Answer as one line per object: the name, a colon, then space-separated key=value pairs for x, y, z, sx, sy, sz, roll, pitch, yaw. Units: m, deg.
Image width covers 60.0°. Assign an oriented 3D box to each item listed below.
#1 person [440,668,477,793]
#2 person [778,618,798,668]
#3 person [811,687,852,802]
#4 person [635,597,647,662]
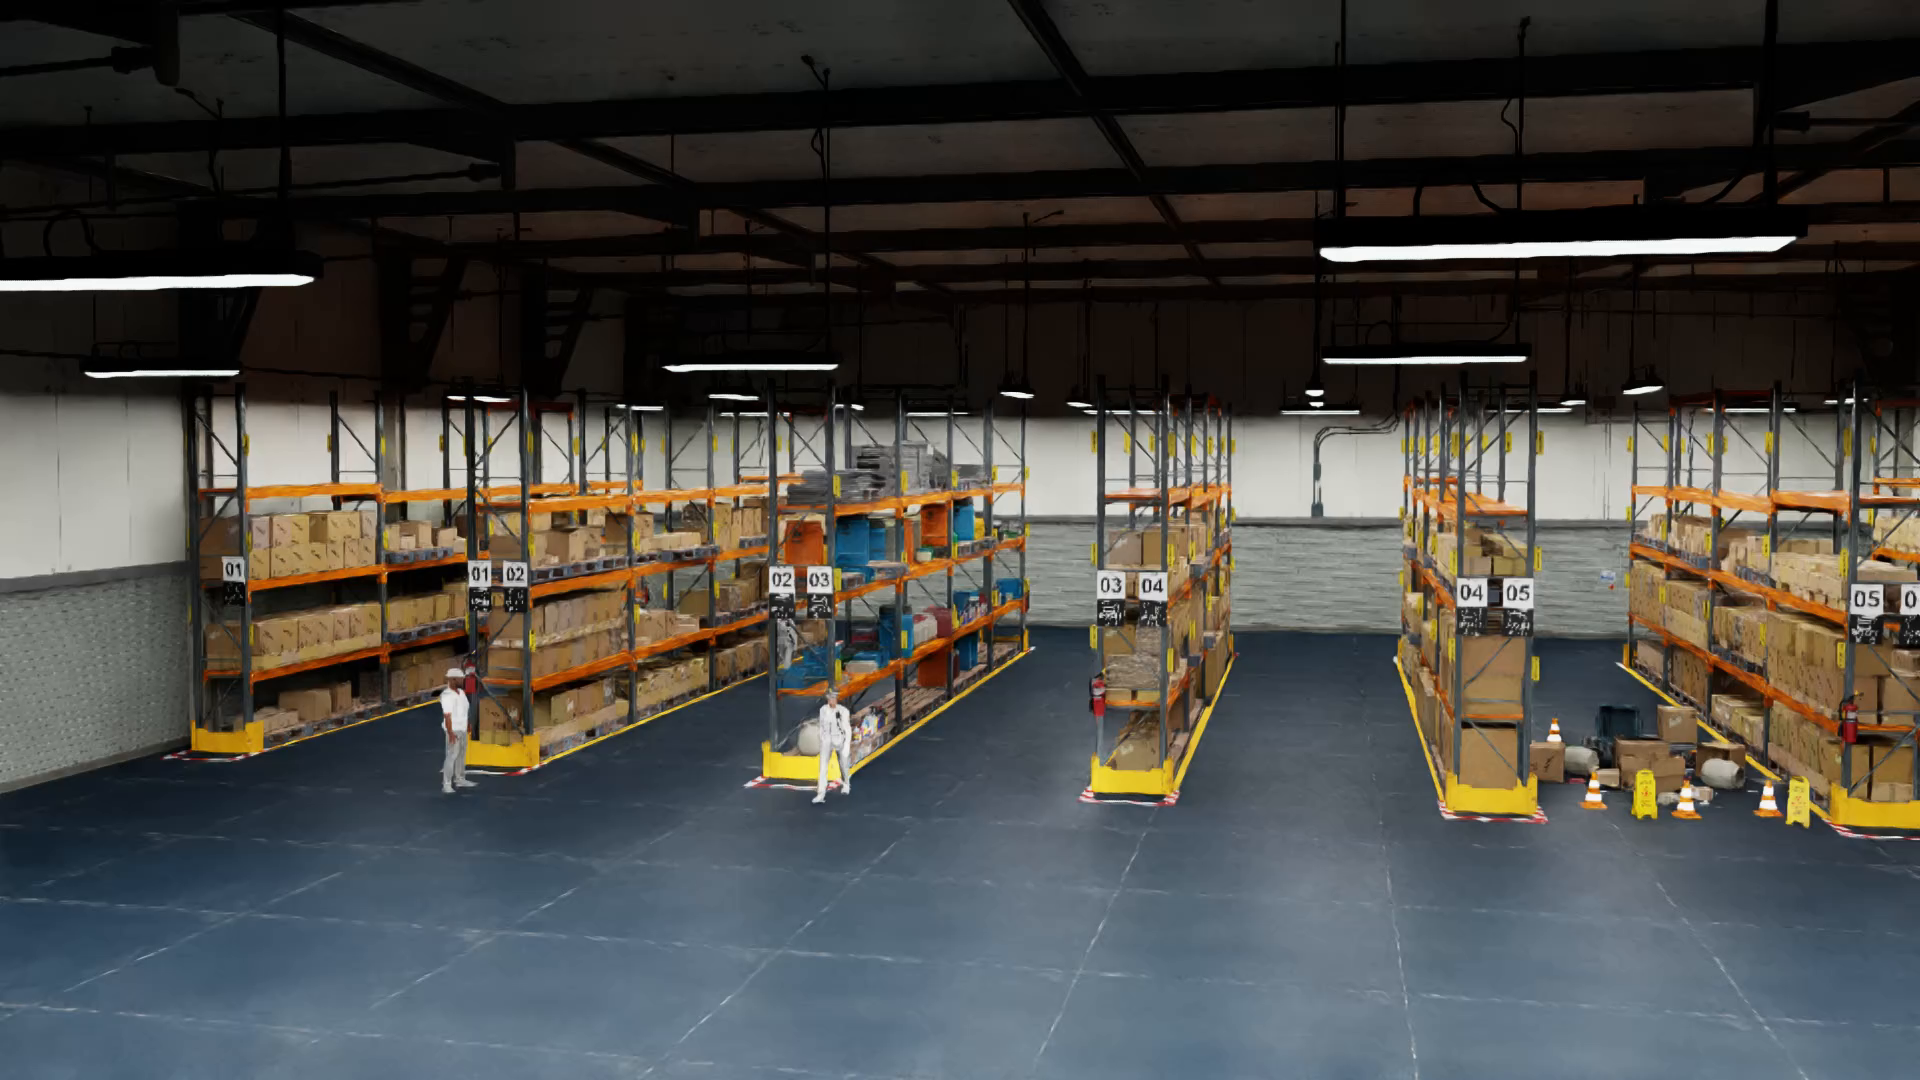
person: x=-7.244 y=2.723 z=23.999 sx=0.384 sy=1.769 sz=0.703 roll=0 pitch=3 yaw=5
person: x=-3.697 y=2.188 z=34.985 sx=0.495 sy=1.589 sz=1.086 roll=1 pitch=3 yaw=15
person: x=-1.765 y=2.849 z=23.406 sx=0.488 sy=1.587 sz=1.079 roll=1 pitch=3 yaw=10
person: x=-6.872 y=2.085 z=35.495 sx=0.594 sy=1.744 sz=0.668 roll=2 pitch=4 yaw=37
